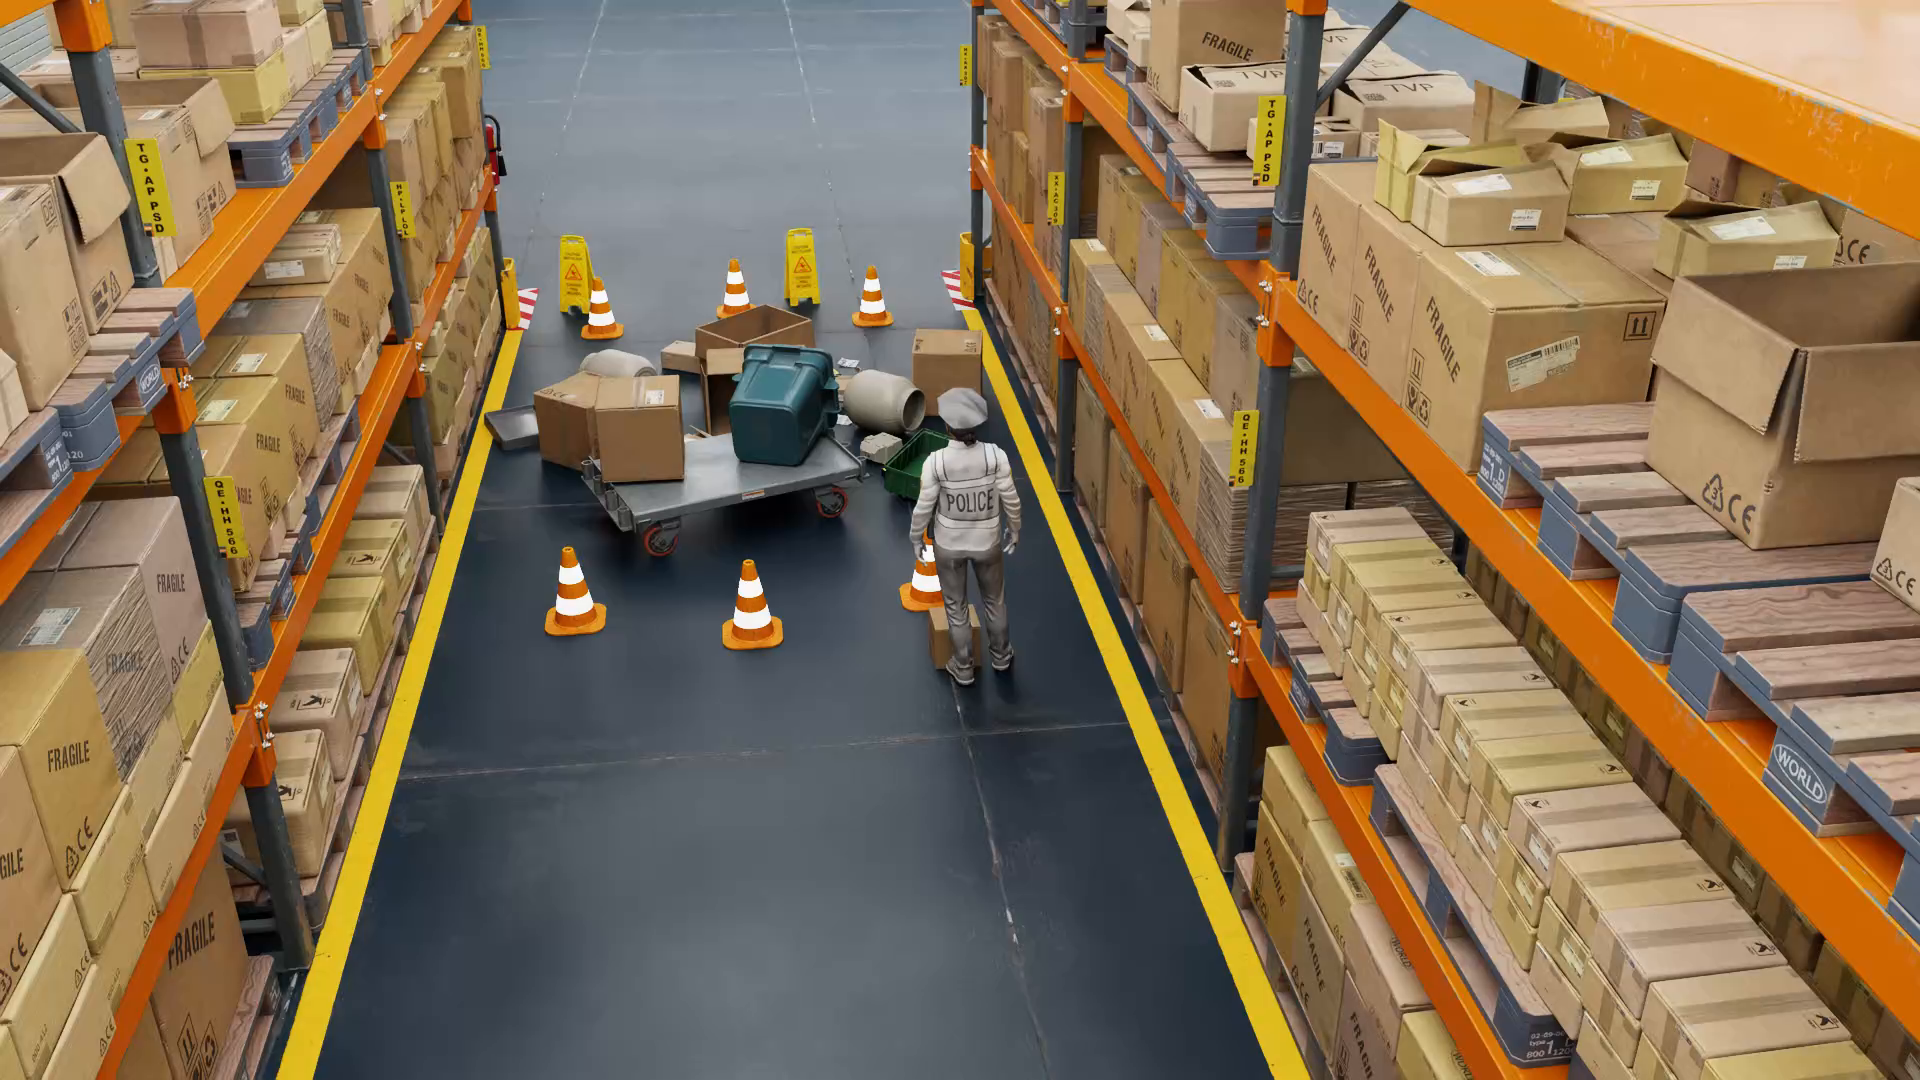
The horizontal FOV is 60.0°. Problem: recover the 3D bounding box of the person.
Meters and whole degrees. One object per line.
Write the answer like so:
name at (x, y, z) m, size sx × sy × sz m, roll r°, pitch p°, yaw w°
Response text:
person at (0.027, -0.026, 8.612) m, size 0.588 × 1.697 × 0.533 m, roll -4°, pitch 28°, yaw -7°
